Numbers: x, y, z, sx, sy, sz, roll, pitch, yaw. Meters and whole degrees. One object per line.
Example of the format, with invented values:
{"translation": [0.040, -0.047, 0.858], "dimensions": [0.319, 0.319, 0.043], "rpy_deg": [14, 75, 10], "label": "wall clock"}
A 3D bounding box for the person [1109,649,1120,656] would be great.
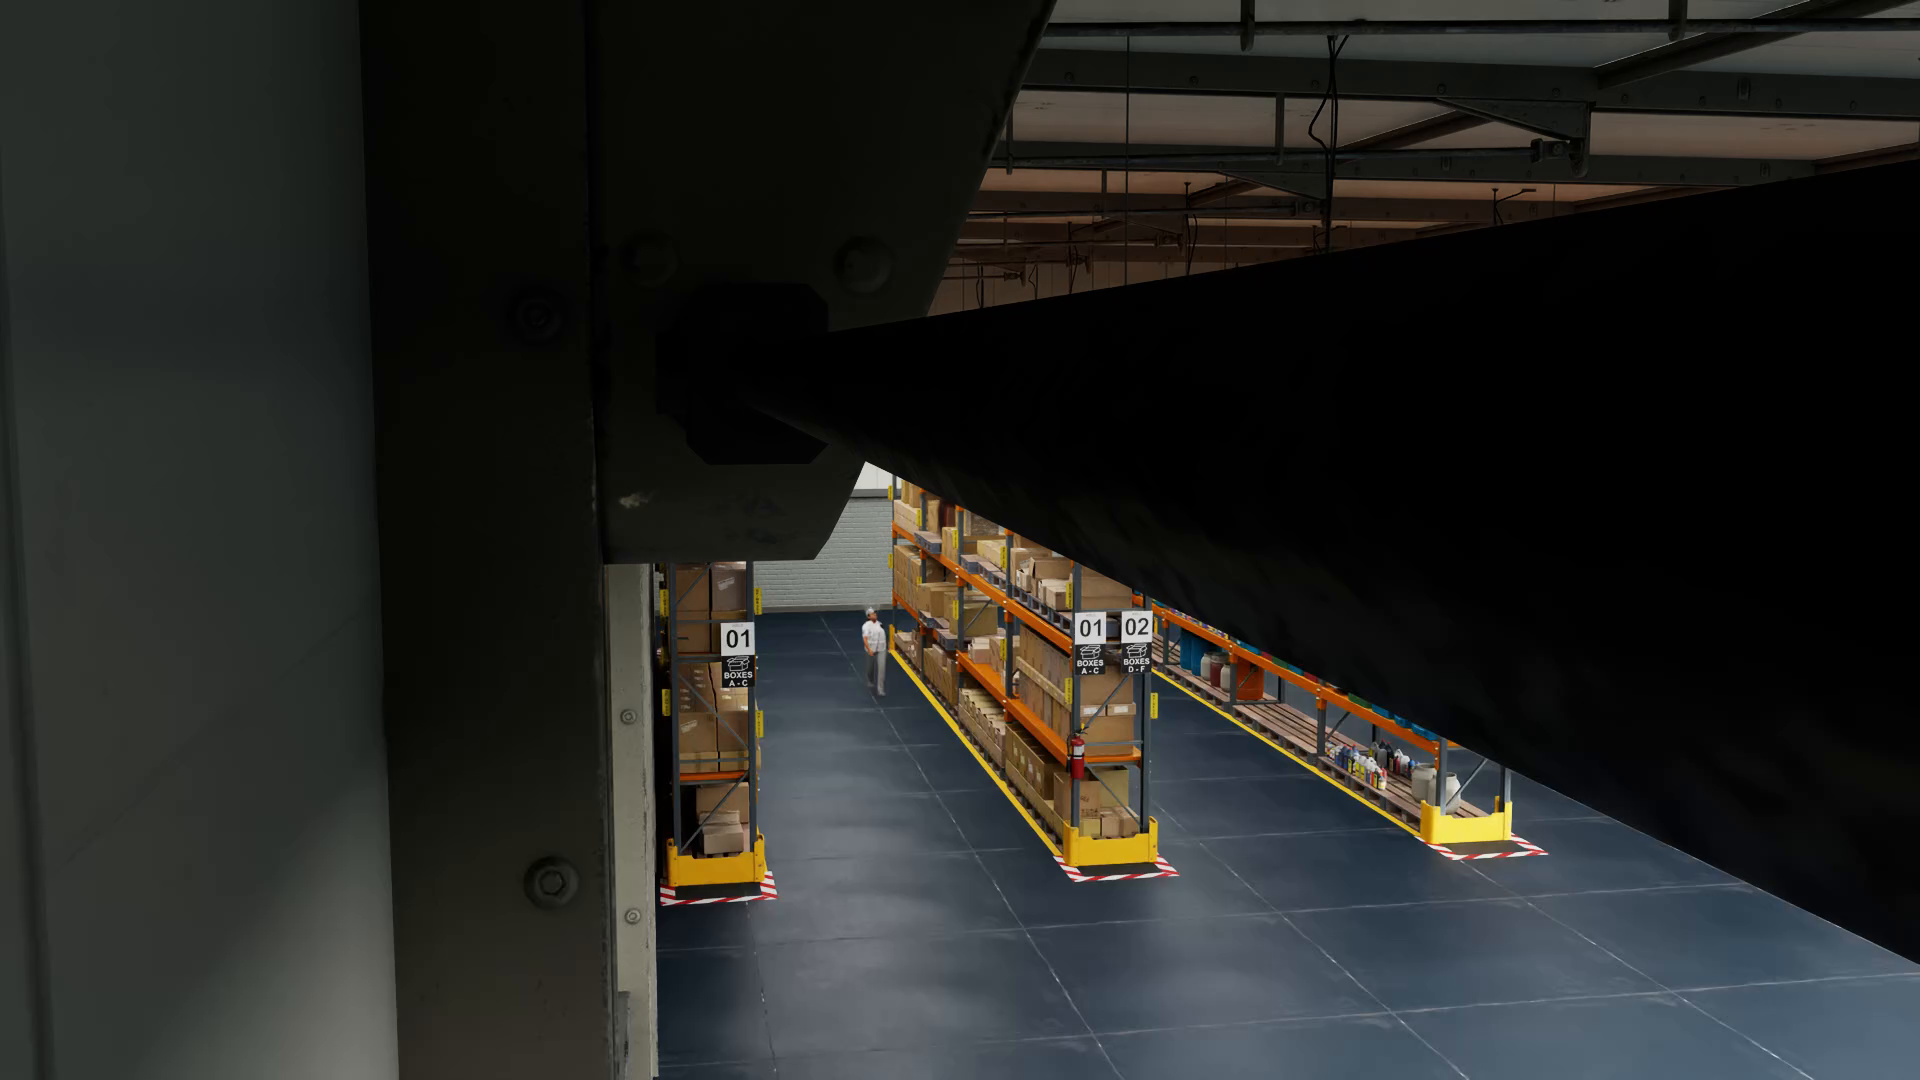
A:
{"translation": [3.260, 1.614, 35.759], "dimensions": [0.516, 1.720, 0.562], "rpy_deg": [-2, 6, -18], "label": "person"}

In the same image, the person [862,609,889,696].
{"translation": [-1.596, 2.101, 31.417], "dimensions": [0.499, 1.596, 0.928], "rpy_deg": [0, 6, -4], "label": "person"}
